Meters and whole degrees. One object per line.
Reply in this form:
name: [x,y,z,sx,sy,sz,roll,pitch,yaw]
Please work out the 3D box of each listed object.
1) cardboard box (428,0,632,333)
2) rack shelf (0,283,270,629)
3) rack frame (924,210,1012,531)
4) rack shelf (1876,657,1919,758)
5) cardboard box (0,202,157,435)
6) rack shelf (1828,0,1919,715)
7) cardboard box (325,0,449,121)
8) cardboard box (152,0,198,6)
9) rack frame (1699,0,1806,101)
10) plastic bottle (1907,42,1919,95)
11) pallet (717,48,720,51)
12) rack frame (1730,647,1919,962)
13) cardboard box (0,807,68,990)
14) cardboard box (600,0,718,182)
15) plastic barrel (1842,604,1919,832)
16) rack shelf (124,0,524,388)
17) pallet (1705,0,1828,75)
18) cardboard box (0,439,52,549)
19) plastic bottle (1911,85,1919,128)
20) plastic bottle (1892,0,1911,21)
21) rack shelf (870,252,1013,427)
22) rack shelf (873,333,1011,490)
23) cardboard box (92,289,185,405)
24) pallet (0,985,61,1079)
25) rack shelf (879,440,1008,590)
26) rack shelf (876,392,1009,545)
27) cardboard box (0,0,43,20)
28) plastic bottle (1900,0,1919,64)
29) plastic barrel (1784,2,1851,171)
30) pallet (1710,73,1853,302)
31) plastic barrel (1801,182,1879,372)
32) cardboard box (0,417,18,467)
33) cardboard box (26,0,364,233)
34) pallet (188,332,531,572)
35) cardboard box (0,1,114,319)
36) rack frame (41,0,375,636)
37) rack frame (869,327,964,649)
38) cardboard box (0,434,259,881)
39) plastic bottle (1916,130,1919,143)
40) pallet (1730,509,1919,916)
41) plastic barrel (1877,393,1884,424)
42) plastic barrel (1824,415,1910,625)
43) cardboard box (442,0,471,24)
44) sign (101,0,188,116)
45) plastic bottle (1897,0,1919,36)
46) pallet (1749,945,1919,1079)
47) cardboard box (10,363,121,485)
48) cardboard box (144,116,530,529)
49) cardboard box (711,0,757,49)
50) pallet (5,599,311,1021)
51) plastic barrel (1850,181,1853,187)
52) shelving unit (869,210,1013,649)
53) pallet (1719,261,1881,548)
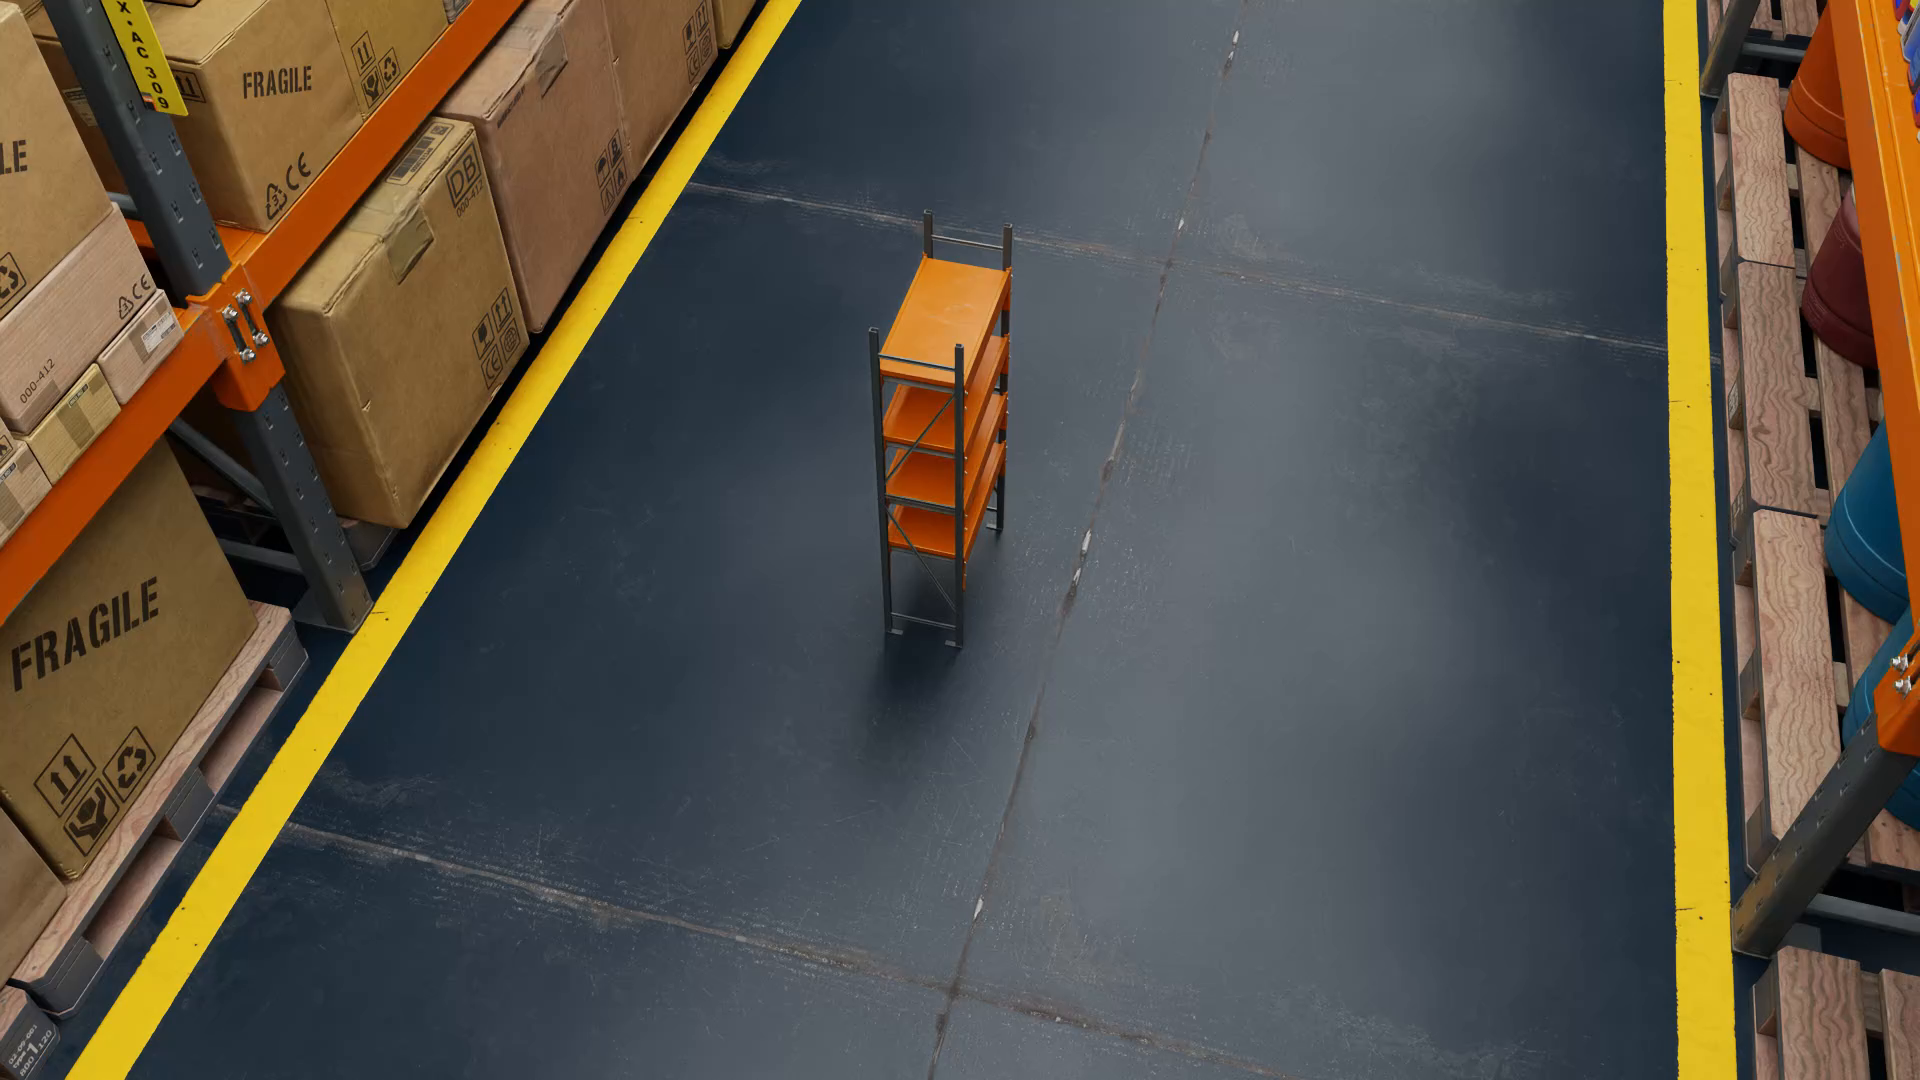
cardboard box: [-1.899,-1.396,5.619,1.225,0.875,0.875,10,49,9]
rack shelf: [-2.809,0.838,2.990,1.077,0.370,4.000,12,50,10]
rack frame: [0.021,-0.454,4.850,0.240,1.200,0.015,12,50,10]
rack shelf: [1.969,1.815,2.127,1.077,0.370,4.000,12,50,10]
cardboard box: [-2.146,-0.525,3.614,0.500,0.250,0.500,11,49,9]
rack shelf: [3.022,-1.078,4.681,1.077,0.370,4.000,12,50,10]
cardboard box: [-1.789,-1.527,4.531,0.500,0.500,0.500,12,50,10]
cardboard box: [-2.123,-1.676,3.993,0.797,0.503,0.637,10,49,9]
rack frame: [3.548,-2.763,5.688,1.000,3.000,0.127,12,50,10]
plastic bottle: [2.712,-1.380,4.500,0.144,0.351,0.185,12,50,10]
pallet: [-1.510,-2.262,7.106,1.003,0.211,1.213,12,50,10]
rack frame: [2.496,0.130,3.134,1.000,3.000,0.127,12,50,10]
cardboard box: [-2.770,0.830,3.654,0.875,0.875,0.875,12,50,10]
cardboard box: [-1.674,-2.038,6.185,1.225,0.875,0.875,12,50,10]
plastic barrel: [2.655,0.296,4.108,0.600,0.901,0.708,12,50,10]
rack shelf: [-1.756,-2.056,5.543,1.077,0.370,4.000,12,50,10]
pallet: [3.790,-2.393,7.221,1.003,0.211,1.213,12,50,10]
cardboard box: [-2.182,-0.107,3.511,0.380,0.149,0.250,11,49,9]
plastic bottle: [2.630,-1.250,4.431,0.061,0.283,0.133,12,50,10]
plastic bottle: [2.775,-1.648,4.782,0.061,0.283,0.133,12,50,10]
rack shelf: [-0.044,-0.537,4.400,0.258,0.148,0.480,12,50,10]
rack shelf: [-0.044,-0.381,4.577,0.258,0.148,0.480,12,50,10]
cardboard box: [-2.047,-0.479,3.840,0.380,0.149,0.250,12,50,10]
pallet: [-2.877,1.495,3.789,1.003,0.211,1.213,12,50,10]
rack shelf: [-0.044,-0.101,4.894,0.258,0.148,0.480,12,50,10]
rack shelf: [-0.044,-0.233,4.745,0.258,0.148,0.480,12,50,10]
cardboard box: [-2.423,-1.272,4.306,0.500,0.500,0.500,12,50,10]
plastic bottle: [2.758,-1.470,4.629,0.152,0.276,0.135,12,50,10]
plastic barrel: [3.436,-1.827,6.029,0.600,0.830,0.708,12,50,10]
pallet: [3.381,-1.262,6.223,1.003,0.211,1.213,12,50,10]
plastic barrel: [3.139,-0.930,5.398,0.600,0.588,0.708,12,50,10]
cardboard box: [-2.280,-0.150,3.283,0.500,0.250,0.500,13,50,11]
cardboard box: [-1.920,-1.164,4.210,0.500,0.500,0.500,12,50,10]
pallet: [-2.152,-0.497,5.548,1.003,0.211,1.213,12,50,10]
cardboard box: [-2.146,-0.759,3.321,0.500,0.500,0.500,13,50,11]
rack frame: [-2.283,-0.847,3.997,1.000,3.000,0.127,12,50,10]
rack frame: [-0.108,-0.101,4.539,0.240,1.200,0.015,12,50,10]
cardboard box: [-2.534,0.179,4.229,0.875,0.875,0.875,12,50,10]
plastic bottle: [2.617,-1.136,4.385,0.097,0.201,0.097,0,49,0]
pallet: [2.739,0.503,4.665,1.003,0.211,1.213,12,50,10]
plastic barrel: [3.076,-0.479,5.051,0.421,0.512,0.421,0,49,0]
plastic barrel: [2.842,-0.217,4.560,0.600,0.901,0.708,12,50,10]
cardboard box: [-1.657,-1.889,4.850,0.500,0.500,0.500,11,49,9]
sign: [-1.747,-1.051,3.547,0.100,0.325,0.005,12,50,10]
plastic bottle: [2.762,-1.557,4.710,0.097,0.271,0.097,0,49,0]
pallet: [2.340,1.593,3.704,1.003,0.211,1.213,12,50,10]
cardboard box: [-2.115,-0.292,3.675,0.380,0.149,0.250,12,50,11]
cardboard box: [-2.134,-0.750,5.048,1.225,0.875,0.875,12,50,10]
cardboard box: [-1.432,-2.681,6.753,1.225,0.875,0.875,9,49,8]
pallet: [-2.558,0.610,4.571,1.003,0.211,1.213,12,50,10]
plastic barrel: [3.374,-1.295,5.772,0.421,0.512,0.421,0,49,0]
shelving unit: [-0.044,-0.277,4.694,0.258,1.200,0.503,12,50,10]
pallet: [3.058,-0.382,5.446,1.003,0.211,1.213,12,50,10]
